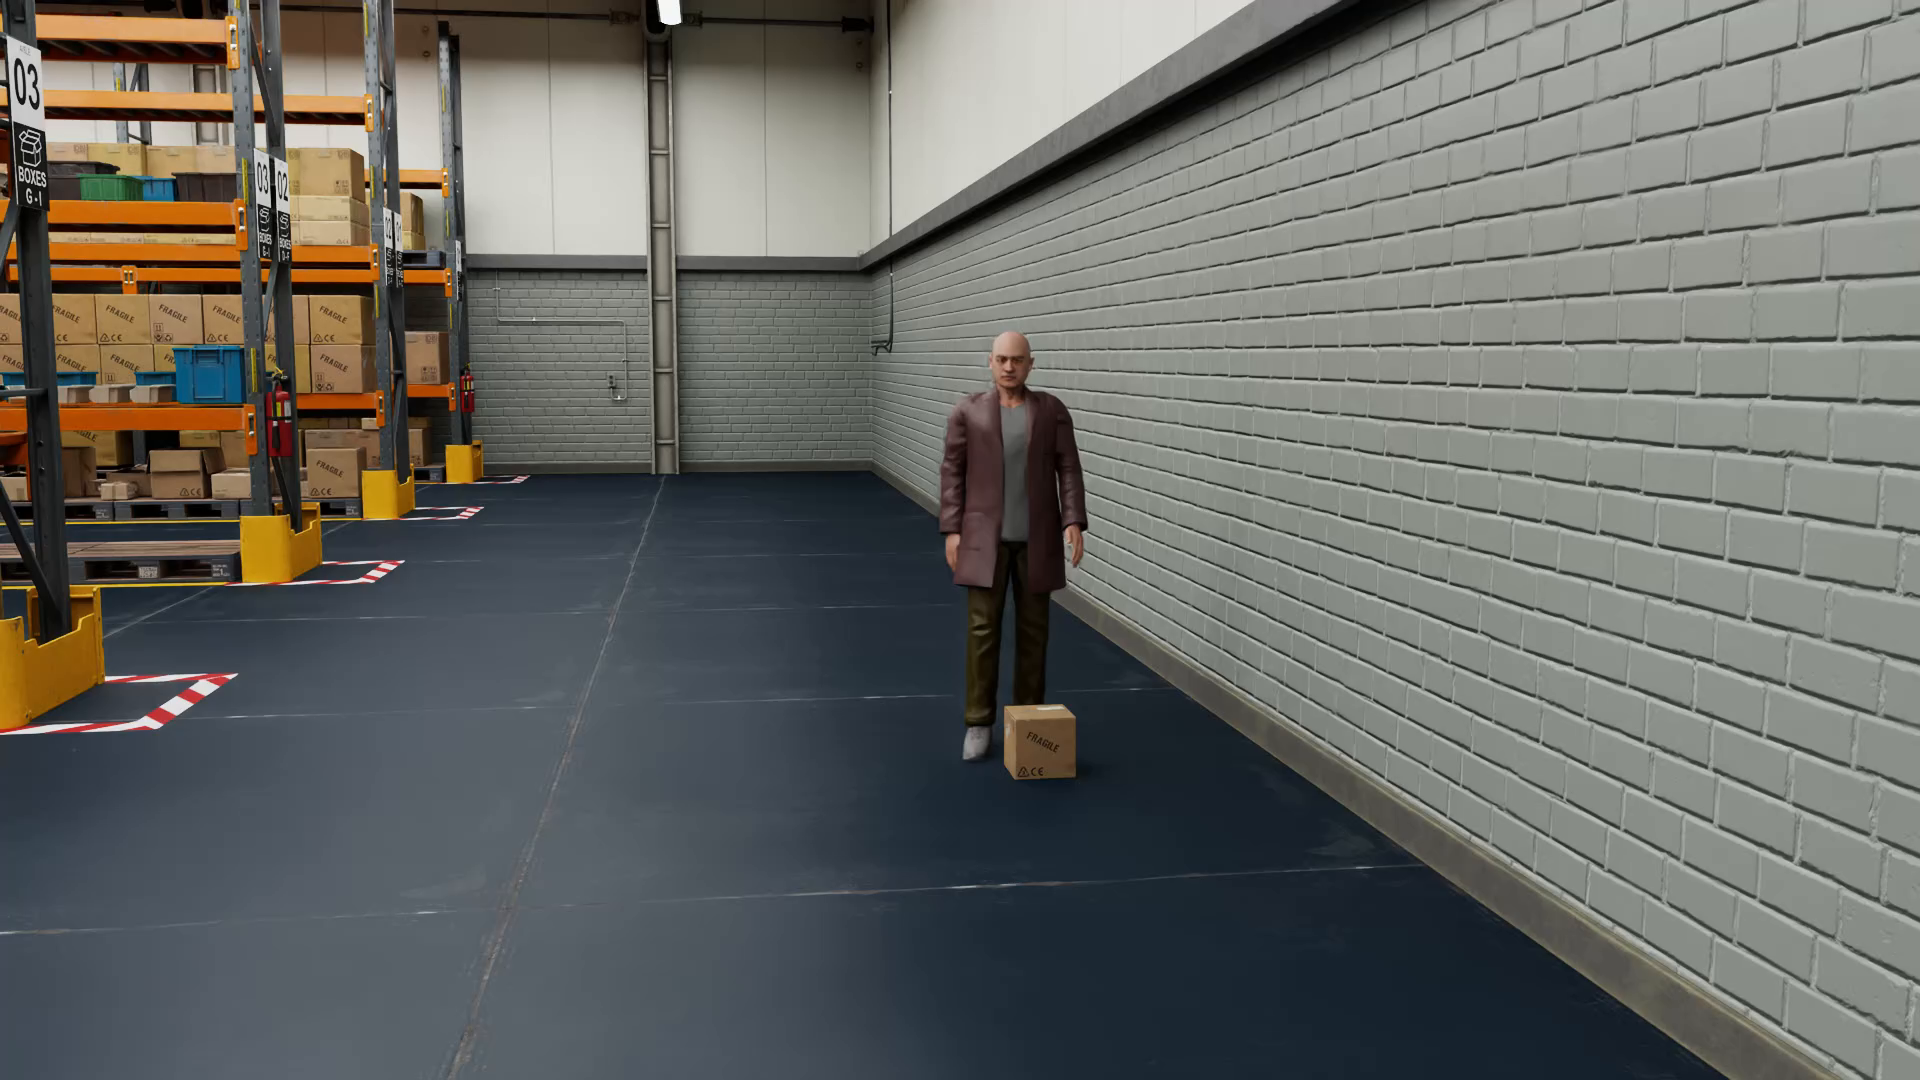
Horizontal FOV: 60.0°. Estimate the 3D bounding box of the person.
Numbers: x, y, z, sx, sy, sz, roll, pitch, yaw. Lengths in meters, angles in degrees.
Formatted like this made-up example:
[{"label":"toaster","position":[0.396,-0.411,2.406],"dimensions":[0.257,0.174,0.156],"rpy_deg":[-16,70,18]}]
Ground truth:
[{"label":"person","position":[0.234,0.008,7.129],"dimensions":[0.632,1.798,0.558],"rpy_deg":[-1,6,-5]}]
